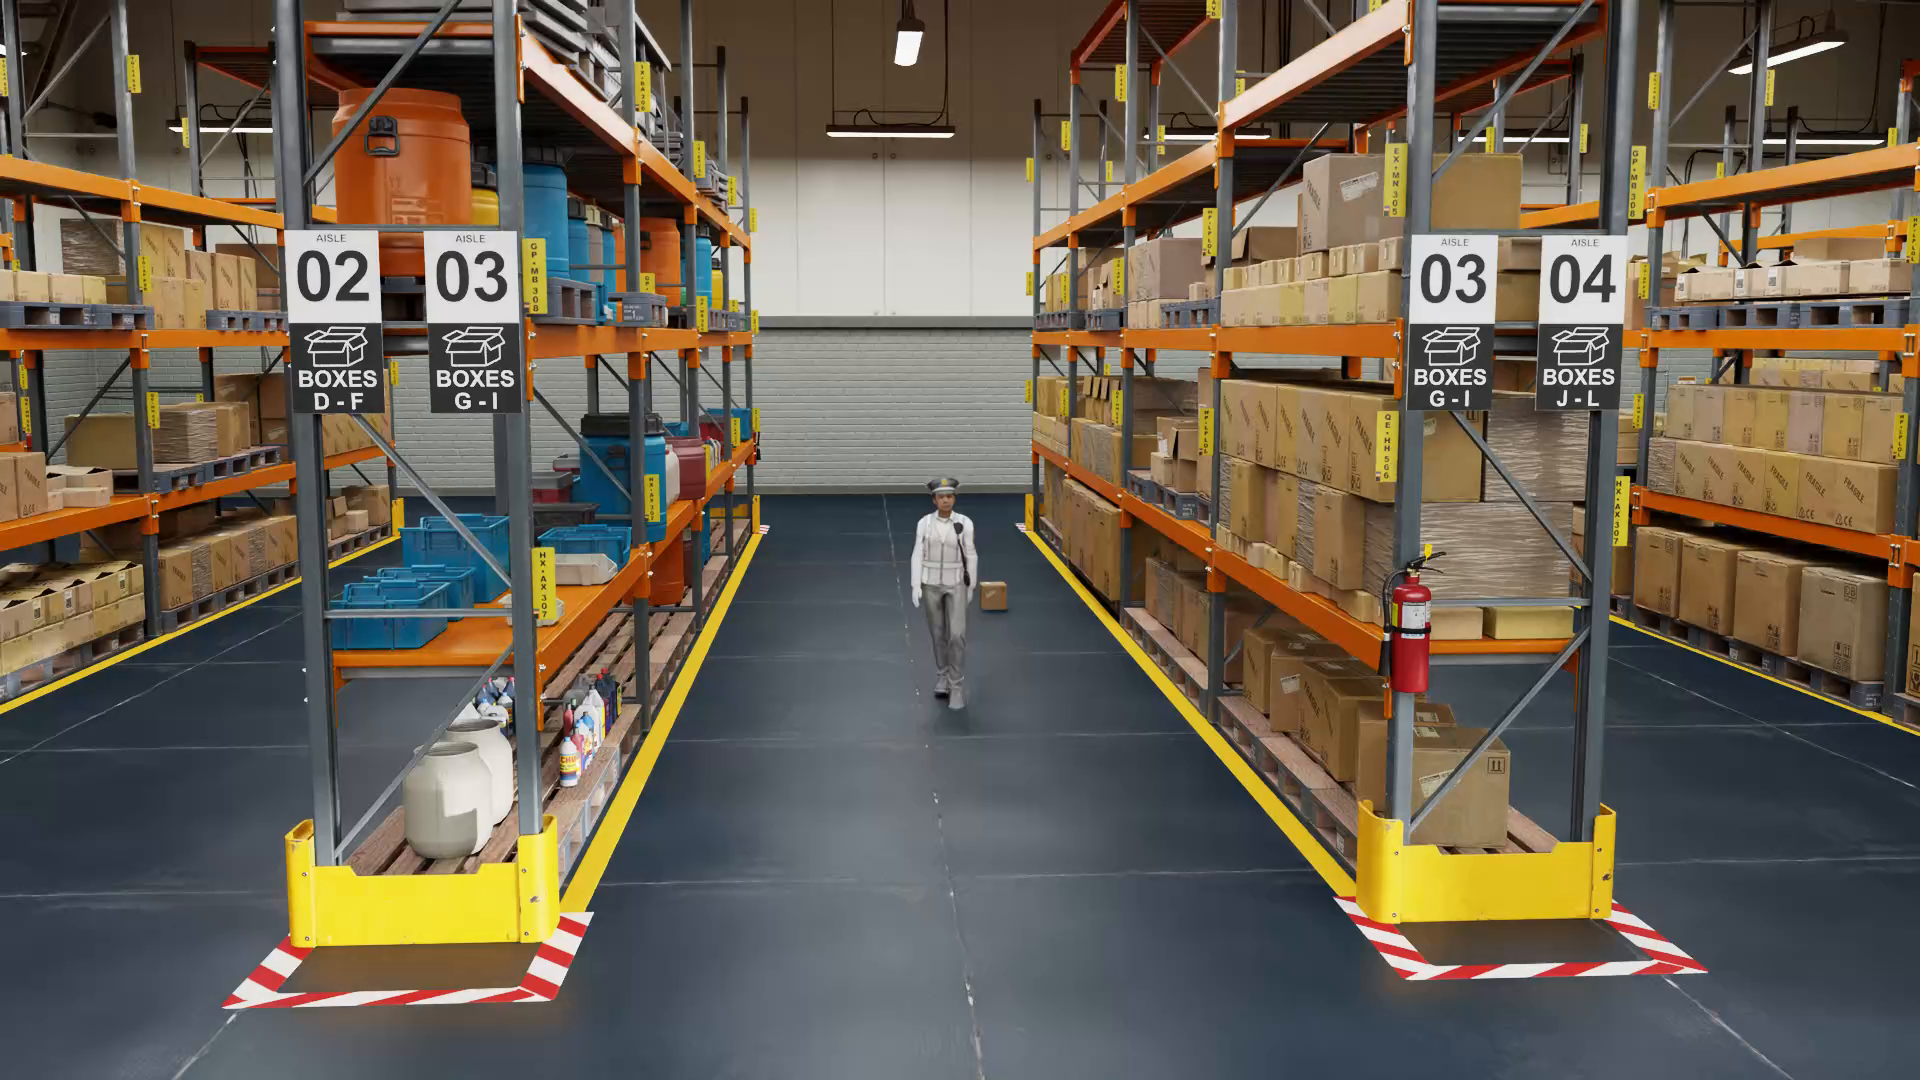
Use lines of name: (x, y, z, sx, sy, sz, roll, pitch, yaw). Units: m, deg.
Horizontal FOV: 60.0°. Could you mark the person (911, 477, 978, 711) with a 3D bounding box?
person: (-0.131, 0.395, 12.528, 0.484, 1.743, 0.690, 1, 7, 9)
